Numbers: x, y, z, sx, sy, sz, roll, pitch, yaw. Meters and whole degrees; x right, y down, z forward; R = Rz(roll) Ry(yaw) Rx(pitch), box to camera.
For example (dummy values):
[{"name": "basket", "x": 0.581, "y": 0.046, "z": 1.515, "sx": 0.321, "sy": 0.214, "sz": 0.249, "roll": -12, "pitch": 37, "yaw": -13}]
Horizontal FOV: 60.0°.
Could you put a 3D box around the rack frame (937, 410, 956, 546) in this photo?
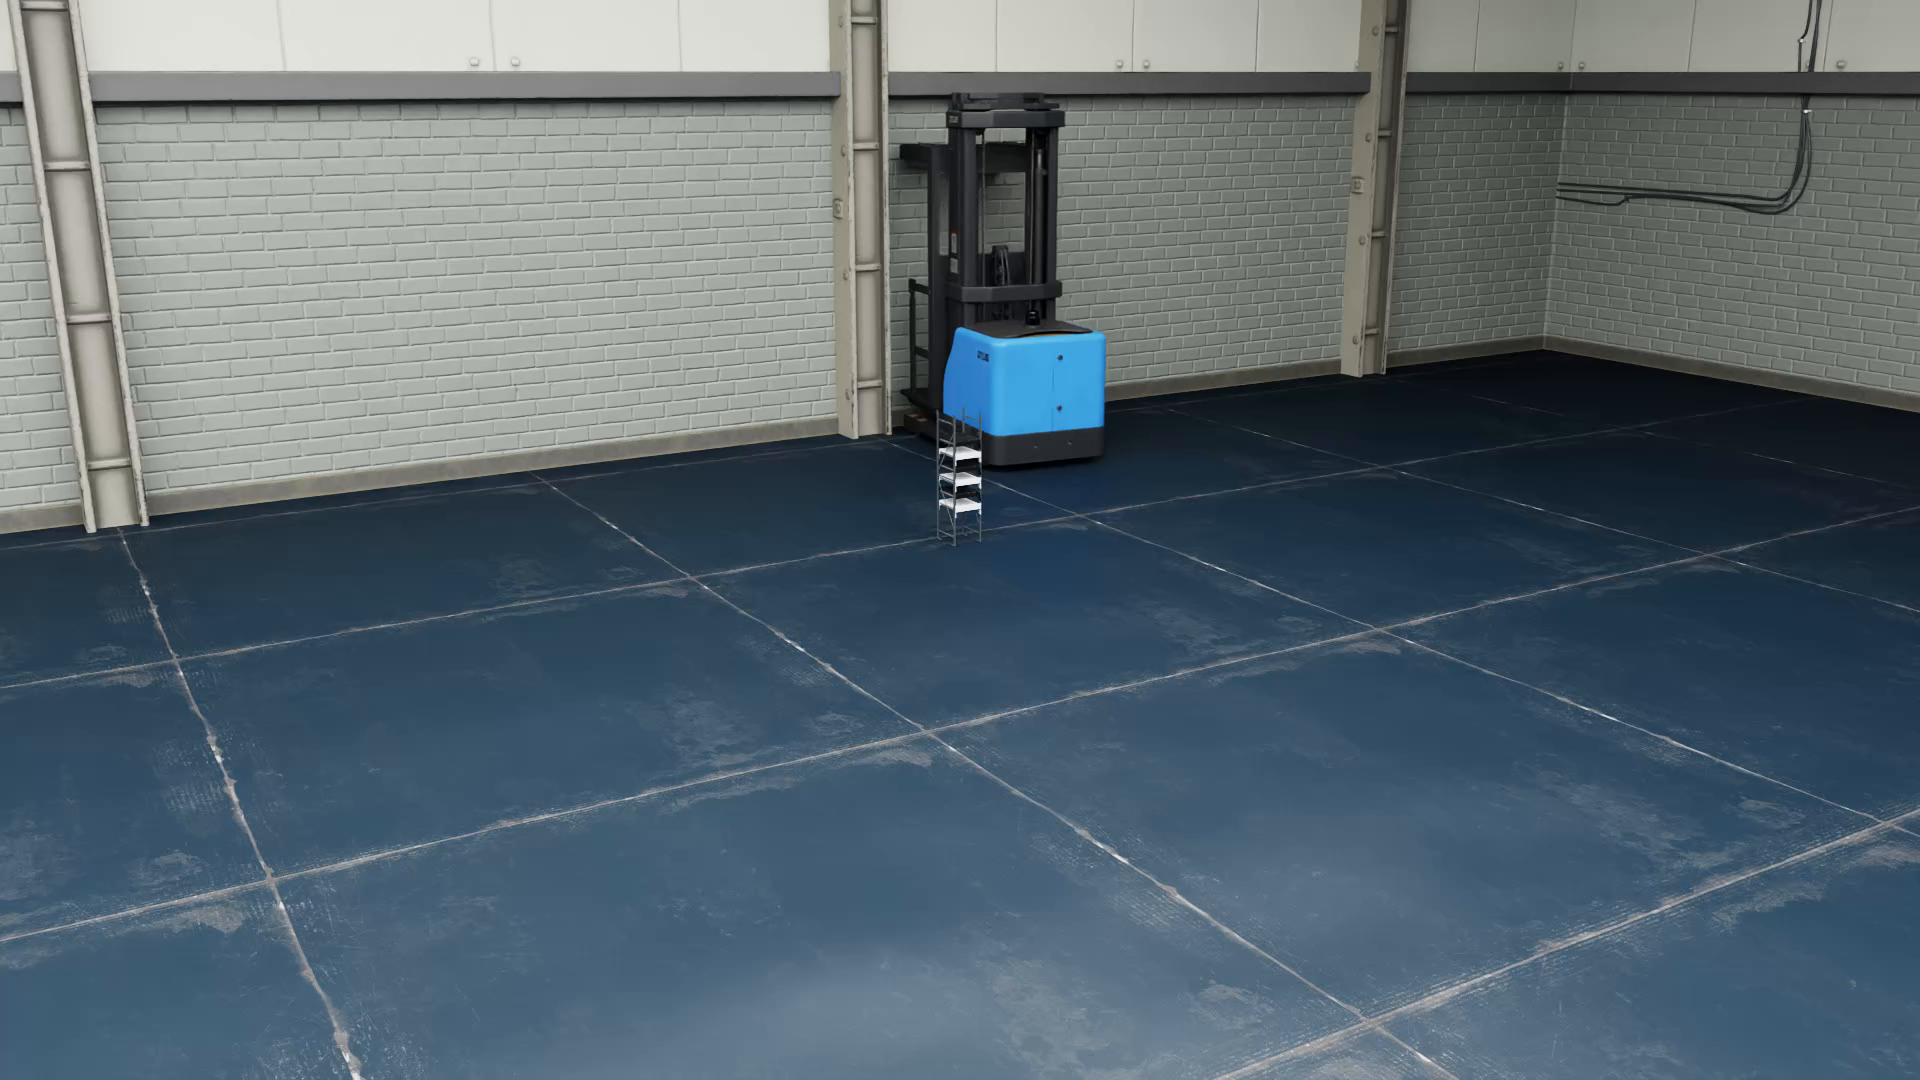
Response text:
[{"name": "rack frame", "x": -0.094, "y": -0.418, "z": 11.234, "sx": 0.006, "sy": 0.900, "sz": 0.240, "roll": -9, "pitch": 18, "yaw": -30}]

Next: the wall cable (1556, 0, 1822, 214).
[{"name": "wall cable", "x": 7.502, "y": -4.722, "z": 17.337, "sx": 0.112, "sy": 2.526, "sz": 3.097, "roll": -9, "pitch": 18, "yaw": -30}]

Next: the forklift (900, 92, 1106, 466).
[{"name": "forklift", "x": 0.147, "y": -2.356, "z": 14.386, "sx": 1.130, "sy": 2.935, "sz": 3.031, "roll": -7, "pitch": 17, "yaw": -22}]

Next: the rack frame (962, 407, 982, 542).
[{"name": "rack frame", "x": 0.080, "y": -0.446, "z": 11.335, "sx": 0.006, "sy": 0.900, "sz": 0.240, "roll": -9, "pitch": 18, "yaw": -30}]

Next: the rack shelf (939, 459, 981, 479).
[{"name": "rack shelf", "x": -0.007, "y": -0.487, "z": 11.269, "sx": 0.200, "sy": 0.077, "sz": 0.258, "roll": -9, "pitch": 18, "yaw": -30}]

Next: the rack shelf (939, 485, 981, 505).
[{"name": "rack shelf", "x": -0.007, "y": -0.313, "z": 11.318, "sx": 0.200, "sy": 0.077, "sz": 0.258, "roll": -9, "pitch": 18, "yaw": -30}]

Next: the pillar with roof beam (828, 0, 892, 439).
[{"name": "pillar with roof beam", "x": 1.370, "y": -4.284, "z": 10.020, "sx": 0.400, "sy": 9.000, "sz": 9.100, "roll": -9, "pitch": 18, "yaw": -30}]

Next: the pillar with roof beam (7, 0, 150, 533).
[{"name": "pillar with roof beam", "x": -3.773, "y": -3.450, "z": 7.045, "sx": 0.400, "sy": 9.000, "sz": 9.100, "roll": -9, "pitch": 18, "yaw": -30}]

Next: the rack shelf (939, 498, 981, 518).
[{"name": "rack shelf", "x": -0.007, "y": -0.227, "z": 11.342, "sx": 0.200, "sy": 0.077, "sz": 0.258, "roll": -9, "pitch": 18, "yaw": -30}]

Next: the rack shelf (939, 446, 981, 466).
[{"name": "rack shelf", "x": -0.007, "y": -0.573, "z": 11.245, "sx": 0.200, "sy": 0.077, "sz": 0.258, "roll": -9, "pitch": 18, "yaw": -30}]

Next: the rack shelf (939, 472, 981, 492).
[{"name": "rack shelf", "x": -0.007, "y": -0.400, "z": 11.293, "sx": 0.200, "sy": 0.077, "sz": 0.258, "roll": -9, "pitch": 18, "yaw": -30}]

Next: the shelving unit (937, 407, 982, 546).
[{"name": "shelving unit", "x": -0.007, "y": -0.432, "z": 11.284, "sx": 0.210, "sy": 0.900, "sz": 0.258, "roll": -9, "pitch": 18, "yaw": -30}]

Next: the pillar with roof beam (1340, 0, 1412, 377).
[{"name": "pillar with roof beam", "x": 6.513, "y": -5.118, "z": 12.995, "sx": 0.400, "sy": 9.000, "sz": 9.100, "roll": -9, "pitch": 18, "yaw": -30}]

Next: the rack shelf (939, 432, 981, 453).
[{"name": "rack shelf", "x": -0.007, "y": -0.660, "z": 11.220, "sx": 0.200, "sy": 0.077, "sz": 0.258, "roll": -9, "pitch": 18, "yaw": -30}]
